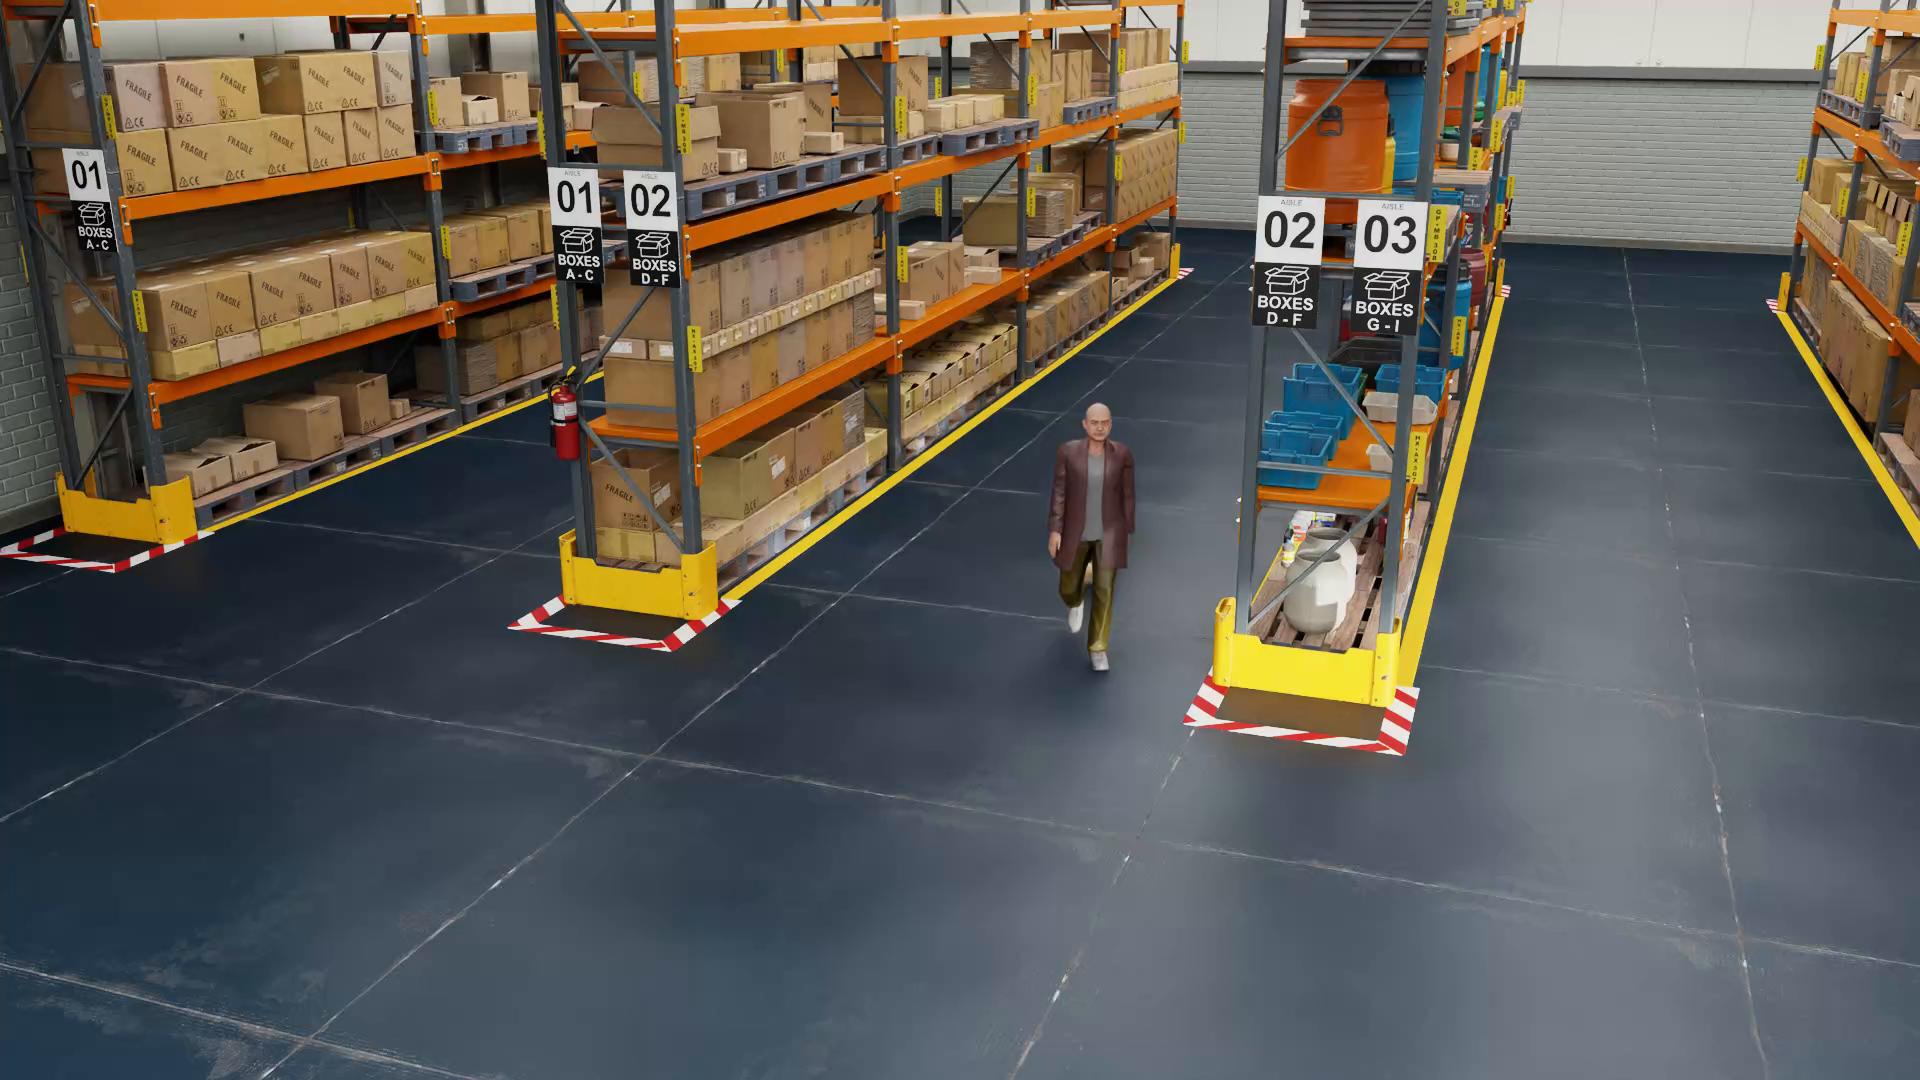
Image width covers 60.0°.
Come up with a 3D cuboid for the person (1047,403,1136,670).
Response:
[{"bbox_3d":[0.885,-0.067,11.231,0.595,1.756,0.811,2,18,5],"label":"person"}]
